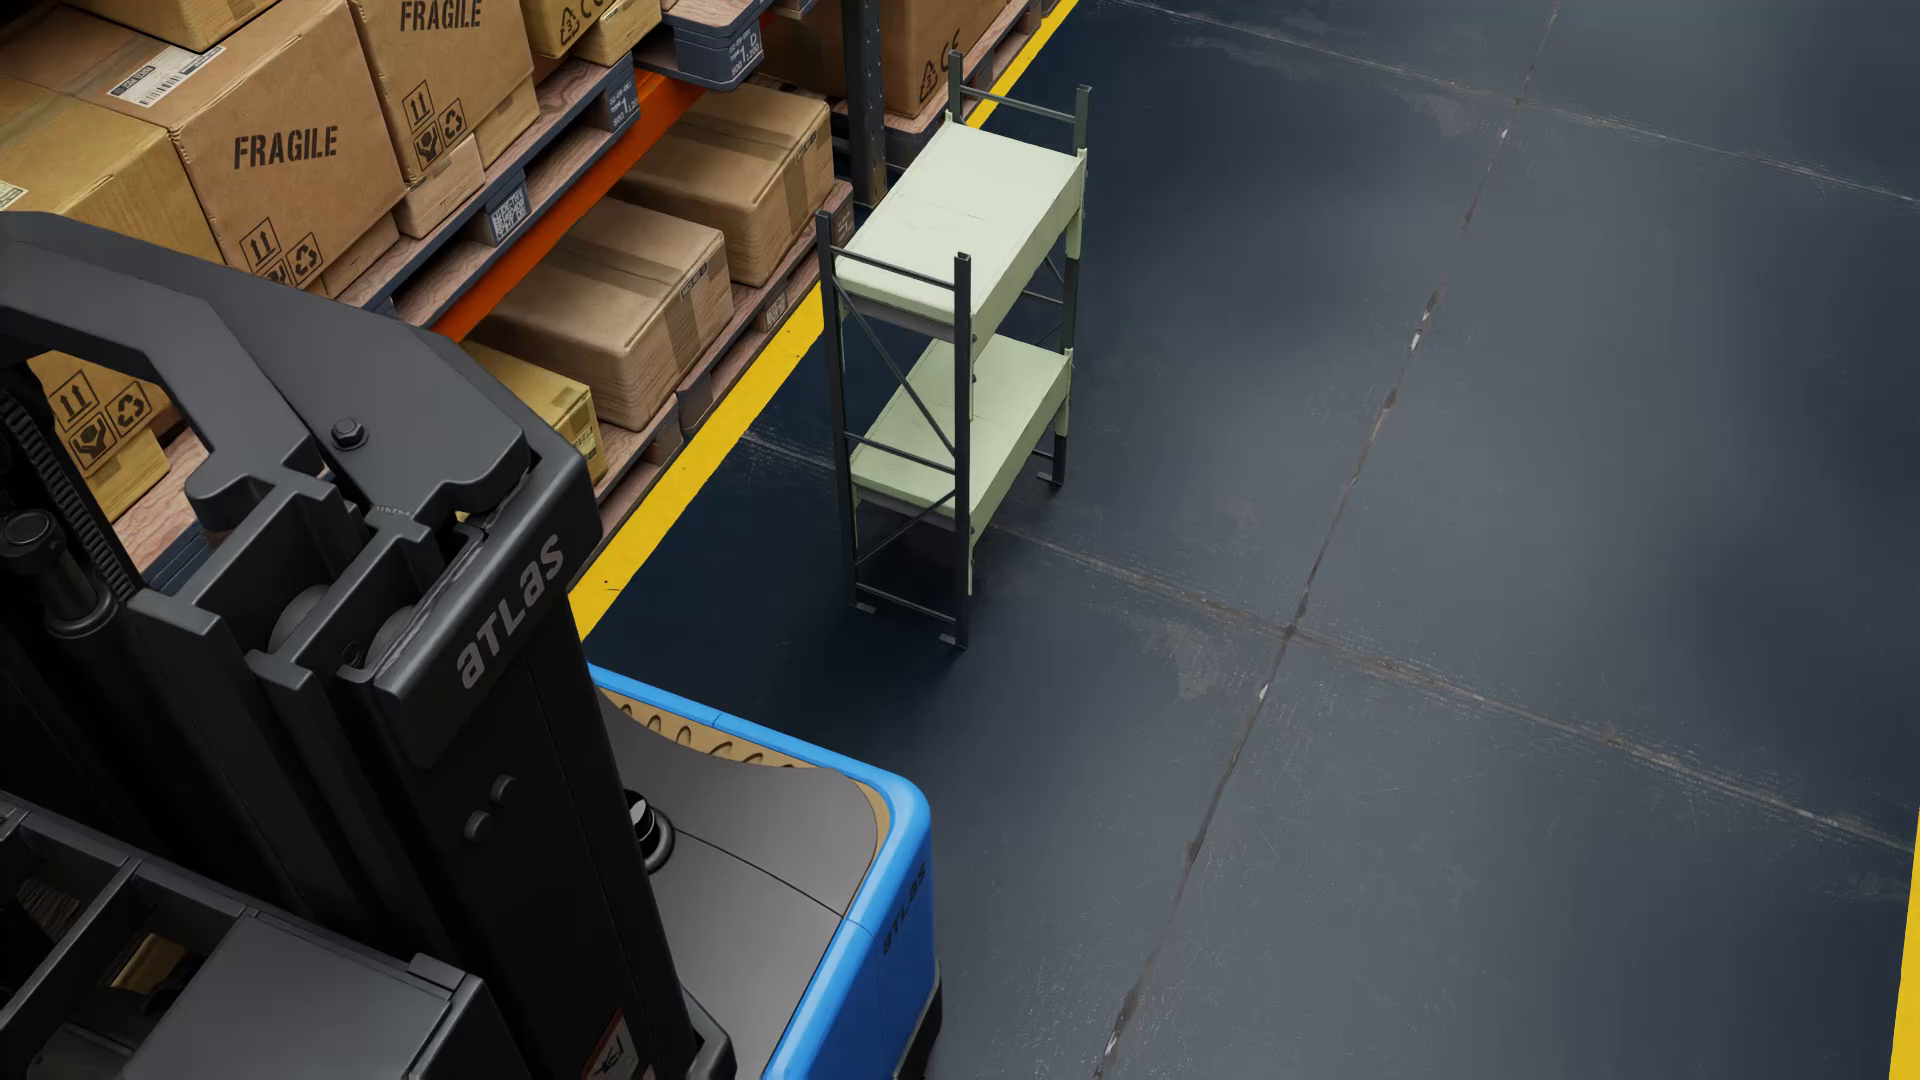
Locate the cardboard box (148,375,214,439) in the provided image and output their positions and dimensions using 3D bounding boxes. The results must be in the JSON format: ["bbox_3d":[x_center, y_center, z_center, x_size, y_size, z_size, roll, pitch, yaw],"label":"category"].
[{"bbox_3d":[-1.775,-0.392,3.503,0.380,0.149,0.250,23,53,18],"label":"cardboard box"}]

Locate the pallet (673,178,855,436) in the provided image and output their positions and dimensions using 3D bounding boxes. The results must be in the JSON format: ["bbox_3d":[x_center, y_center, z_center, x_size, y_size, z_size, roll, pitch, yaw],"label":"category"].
[{"bbox_3d":[-1.090,-0.983,5.948,1.003,0.211,1.213,20,52,16],"label":"pallet"}]

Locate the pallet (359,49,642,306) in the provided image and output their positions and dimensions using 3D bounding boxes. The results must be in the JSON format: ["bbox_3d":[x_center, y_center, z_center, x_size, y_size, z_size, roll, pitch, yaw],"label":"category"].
[{"bbox_3d":[-1.563,-0.986,4.245,1.003,0.211,1.213,20,52,16],"label":"pallet"}]

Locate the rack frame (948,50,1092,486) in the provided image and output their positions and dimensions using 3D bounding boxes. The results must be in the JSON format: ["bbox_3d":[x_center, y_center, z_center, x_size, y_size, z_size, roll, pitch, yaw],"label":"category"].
[{"bbox_3d":[0.154,-0.733,4.889,0.400,1.500,0.023,20,52,16],"label":"rack frame"}]

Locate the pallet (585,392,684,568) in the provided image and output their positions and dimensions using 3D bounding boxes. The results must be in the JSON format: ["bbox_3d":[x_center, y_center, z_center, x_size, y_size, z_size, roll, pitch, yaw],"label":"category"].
[{"bbox_3d":[-1.612,-0.146,5.236,1.003,0.211,1.213,20,52,16],"label":"pallet"}]

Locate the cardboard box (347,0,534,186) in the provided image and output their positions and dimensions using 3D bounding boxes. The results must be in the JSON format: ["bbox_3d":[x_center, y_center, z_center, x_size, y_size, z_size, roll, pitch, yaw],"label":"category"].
[{"bbox_3d":[-1.357,-1.203,3.767,0.500,0.500,0.500,18,52,15],"label":"cardboard box"}]

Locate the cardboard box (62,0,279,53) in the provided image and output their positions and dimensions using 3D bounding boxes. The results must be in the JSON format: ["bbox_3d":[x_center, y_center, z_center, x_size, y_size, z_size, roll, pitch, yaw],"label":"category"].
[{"bbox_3d":[-1.572,-1.135,3.284,0.380,0.149,0.250,23,53,18],"label":"cardboard box"}]

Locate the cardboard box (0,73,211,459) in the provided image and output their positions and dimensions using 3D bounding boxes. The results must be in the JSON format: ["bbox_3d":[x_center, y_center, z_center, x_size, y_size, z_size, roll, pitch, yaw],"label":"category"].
[{"bbox_3d":[-1.791,-0.509,3.177,0.500,0.500,0.500,20,52,16],"label":"cardboard box"}]

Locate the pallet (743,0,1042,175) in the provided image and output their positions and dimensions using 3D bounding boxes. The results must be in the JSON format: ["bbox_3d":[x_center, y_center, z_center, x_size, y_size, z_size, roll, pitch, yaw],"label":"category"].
[{"bbox_3d":[-0.350,-2.039,6.846,1.003,0.211,1.213,20,52,16],"label":"pallet"}]

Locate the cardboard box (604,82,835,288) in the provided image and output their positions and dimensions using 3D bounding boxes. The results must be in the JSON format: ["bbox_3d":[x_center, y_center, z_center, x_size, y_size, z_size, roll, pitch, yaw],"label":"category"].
[{"bbox_3d":[-1.005,-1.323,5.856,0.950,0.372,0.625,17,52,14],"label":"cardboard box"}]

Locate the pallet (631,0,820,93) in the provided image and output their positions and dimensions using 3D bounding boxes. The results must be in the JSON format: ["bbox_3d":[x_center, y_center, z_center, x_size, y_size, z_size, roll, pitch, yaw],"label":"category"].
[{"bbox_3d":[-0.963,-1.837,4.969,1.213,0.211,1.003,20,52,16],"label":"pallet"}]

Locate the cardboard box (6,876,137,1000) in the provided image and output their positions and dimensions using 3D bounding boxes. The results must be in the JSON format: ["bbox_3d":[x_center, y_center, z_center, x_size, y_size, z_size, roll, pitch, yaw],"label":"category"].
[{"bbox_3d":[-2.242,0.684,4.148,0.950,0.372,0.625,20,53,17],"label":"cardboard box"}]

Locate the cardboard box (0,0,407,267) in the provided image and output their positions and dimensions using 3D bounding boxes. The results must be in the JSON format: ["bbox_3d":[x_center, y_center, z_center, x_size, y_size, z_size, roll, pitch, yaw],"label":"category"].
[{"bbox_3d":[-1.567,-0.845,3.463,0.500,0.500,0.500,20,52,16],"label":"cardboard box"}]

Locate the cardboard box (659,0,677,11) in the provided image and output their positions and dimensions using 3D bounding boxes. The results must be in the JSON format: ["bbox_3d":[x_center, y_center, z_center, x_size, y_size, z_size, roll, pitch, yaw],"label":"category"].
[{"bbox_3d":[-0.913,-1.610,4.539,0.380,0.149,0.250,18,52,14],"label":"cardboard box"}]

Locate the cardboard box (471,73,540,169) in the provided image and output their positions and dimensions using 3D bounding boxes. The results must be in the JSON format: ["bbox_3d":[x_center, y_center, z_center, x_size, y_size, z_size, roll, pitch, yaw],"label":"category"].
[{"bbox_3d":[-1.272,-1.084,4.092,0.380,0.149,0.250,18,52,15],"label":"cardboard box"}]

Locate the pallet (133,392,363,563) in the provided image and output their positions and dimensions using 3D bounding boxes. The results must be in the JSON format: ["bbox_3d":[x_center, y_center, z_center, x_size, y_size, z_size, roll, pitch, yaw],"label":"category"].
[{"bbox_3d":[-2.006,-0.087,3.480,1.003,0.211,1.213,20,52,16],"label":"pallet"}]

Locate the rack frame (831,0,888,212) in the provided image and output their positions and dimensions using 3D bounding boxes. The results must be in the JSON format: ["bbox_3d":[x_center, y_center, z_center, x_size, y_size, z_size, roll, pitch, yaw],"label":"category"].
[{"bbox_3d":[-0.755,-2.424,5.343,1.000,3.000,0.127,20,52,16],"label":"rack frame"}]

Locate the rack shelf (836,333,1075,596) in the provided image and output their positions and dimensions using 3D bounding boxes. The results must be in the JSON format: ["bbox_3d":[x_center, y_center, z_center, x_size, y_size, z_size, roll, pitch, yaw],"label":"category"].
[{"bbox_3d":[-0.003,-0.270,4.923,0.431,0.370,0.720,20,52,16],"label":"rack shelf"}]

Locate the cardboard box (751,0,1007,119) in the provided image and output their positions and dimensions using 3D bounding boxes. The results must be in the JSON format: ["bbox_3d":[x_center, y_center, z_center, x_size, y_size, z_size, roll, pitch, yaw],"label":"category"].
[{"bbox_3d":[-0.385,-2.320,6.374,0.875,0.875,0.875,19,52,16],"label":"cardboard box"}]

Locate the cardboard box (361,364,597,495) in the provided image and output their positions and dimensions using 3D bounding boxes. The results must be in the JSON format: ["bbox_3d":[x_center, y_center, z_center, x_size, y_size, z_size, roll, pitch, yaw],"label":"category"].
[{"bbox_3d":[-1.642,-0.292,4.979,0.950,0.372,0.625,21,53,17],"label":"cardboard box"}]

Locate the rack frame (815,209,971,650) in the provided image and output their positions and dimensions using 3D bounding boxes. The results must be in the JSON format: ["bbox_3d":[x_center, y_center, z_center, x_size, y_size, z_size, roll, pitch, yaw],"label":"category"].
[{"bbox_3d":[-0.159,-0.229,4.460,0.400,1.500,0.023,20,52,16],"label":"rack frame"}]

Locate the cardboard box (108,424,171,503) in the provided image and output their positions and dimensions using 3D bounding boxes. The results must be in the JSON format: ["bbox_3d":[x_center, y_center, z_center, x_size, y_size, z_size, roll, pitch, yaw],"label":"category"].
[{"bbox_3d":[-1.827,-0.171,3.316,0.380,0.149,0.250,21,53,17],"label":"cardboard box"}]

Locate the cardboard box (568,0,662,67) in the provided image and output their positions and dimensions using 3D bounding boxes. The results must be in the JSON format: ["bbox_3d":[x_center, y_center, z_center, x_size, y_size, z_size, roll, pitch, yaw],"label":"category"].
[{"bbox_3d":[-1.018,-1.416,4.374,0.380,0.149,0.250,21,53,17],"label":"cardboard box"}]

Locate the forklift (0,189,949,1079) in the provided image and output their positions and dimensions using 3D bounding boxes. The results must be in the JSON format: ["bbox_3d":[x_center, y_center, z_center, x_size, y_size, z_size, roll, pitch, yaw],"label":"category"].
[{"bbox_3d":[-1.065,1.120,2.373,1.130,2.935,3.031,18,52,15],"label":"forklift"}]

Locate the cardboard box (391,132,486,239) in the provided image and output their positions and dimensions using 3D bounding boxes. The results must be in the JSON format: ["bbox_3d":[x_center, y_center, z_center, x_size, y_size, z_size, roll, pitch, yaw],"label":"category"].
[{"bbox_3d":[-1.360,-0.891,3.928,0.380,0.149,0.250,22,53,17],"label":"cardboard box"}]

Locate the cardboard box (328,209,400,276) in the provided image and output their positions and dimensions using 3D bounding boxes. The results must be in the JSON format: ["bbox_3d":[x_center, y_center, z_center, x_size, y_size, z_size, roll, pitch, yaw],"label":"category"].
[{"bbox_3d":[-1.520,-0.725,3.786,0.380,0.149,0.250,20,53,16],"label":"cardboard box"}]

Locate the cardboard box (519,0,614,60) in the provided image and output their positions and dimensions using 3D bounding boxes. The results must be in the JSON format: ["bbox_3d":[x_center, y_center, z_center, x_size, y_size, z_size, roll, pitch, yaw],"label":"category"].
[{"bbox_3d":[-1.123,-1.578,4.087,0.500,0.500,0.500,17,52,14],"label":"cardboard box"}]

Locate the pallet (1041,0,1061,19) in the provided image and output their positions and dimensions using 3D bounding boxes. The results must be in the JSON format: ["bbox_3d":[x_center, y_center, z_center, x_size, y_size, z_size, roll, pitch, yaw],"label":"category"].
[{"bbox_3d":[0.173,-2.876,7.559,1.003,0.211,1.213,20,52,16],"label":"pallet"}]

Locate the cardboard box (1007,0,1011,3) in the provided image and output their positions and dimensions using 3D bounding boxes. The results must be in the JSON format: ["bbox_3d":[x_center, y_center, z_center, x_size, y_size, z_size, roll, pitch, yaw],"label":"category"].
[{"bbox_3d":[0.000,-2.933,6.896,0.875,0.875,0.875,20,53,17],"label":"cardboard box"}]

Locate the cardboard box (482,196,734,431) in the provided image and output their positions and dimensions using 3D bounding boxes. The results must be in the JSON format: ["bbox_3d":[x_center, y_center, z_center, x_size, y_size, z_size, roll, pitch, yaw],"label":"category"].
[{"bbox_3d":[-1.313,-0.812,5.421,0.950,0.372,0.625,19,52,15],"label":"cardboard box"}]

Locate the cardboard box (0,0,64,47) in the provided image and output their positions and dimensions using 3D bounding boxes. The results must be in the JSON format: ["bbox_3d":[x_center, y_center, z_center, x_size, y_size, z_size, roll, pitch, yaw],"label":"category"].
[{"bbox_3d":[-2.037,-1.023,3.614,0.500,0.500,0.500,21,53,17],"label":"cardboard box"}]

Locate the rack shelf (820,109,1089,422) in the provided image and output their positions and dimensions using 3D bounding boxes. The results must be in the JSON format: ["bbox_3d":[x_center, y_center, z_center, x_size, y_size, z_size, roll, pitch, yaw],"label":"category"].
[{"bbox_3d":[-0.003,-0.734,4.378,0.431,0.370,0.720,20,52,16],"label":"rack shelf"}]

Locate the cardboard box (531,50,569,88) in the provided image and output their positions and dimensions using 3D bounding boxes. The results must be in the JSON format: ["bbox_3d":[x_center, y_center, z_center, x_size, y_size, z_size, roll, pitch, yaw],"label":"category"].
[{"bbox_3d":[-1.239,-1.284,4.262,0.380,0.149,0.250,20,53,16],"label":"cardboard box"}]

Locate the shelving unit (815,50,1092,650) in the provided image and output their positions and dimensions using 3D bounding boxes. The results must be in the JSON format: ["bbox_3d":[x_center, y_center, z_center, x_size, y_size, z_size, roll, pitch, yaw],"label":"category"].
[{"bbox_3d":[-0.003,-0.481,4.675,0.431,1.500,0.755,20,52,16],"label":"shelving unit"}]
